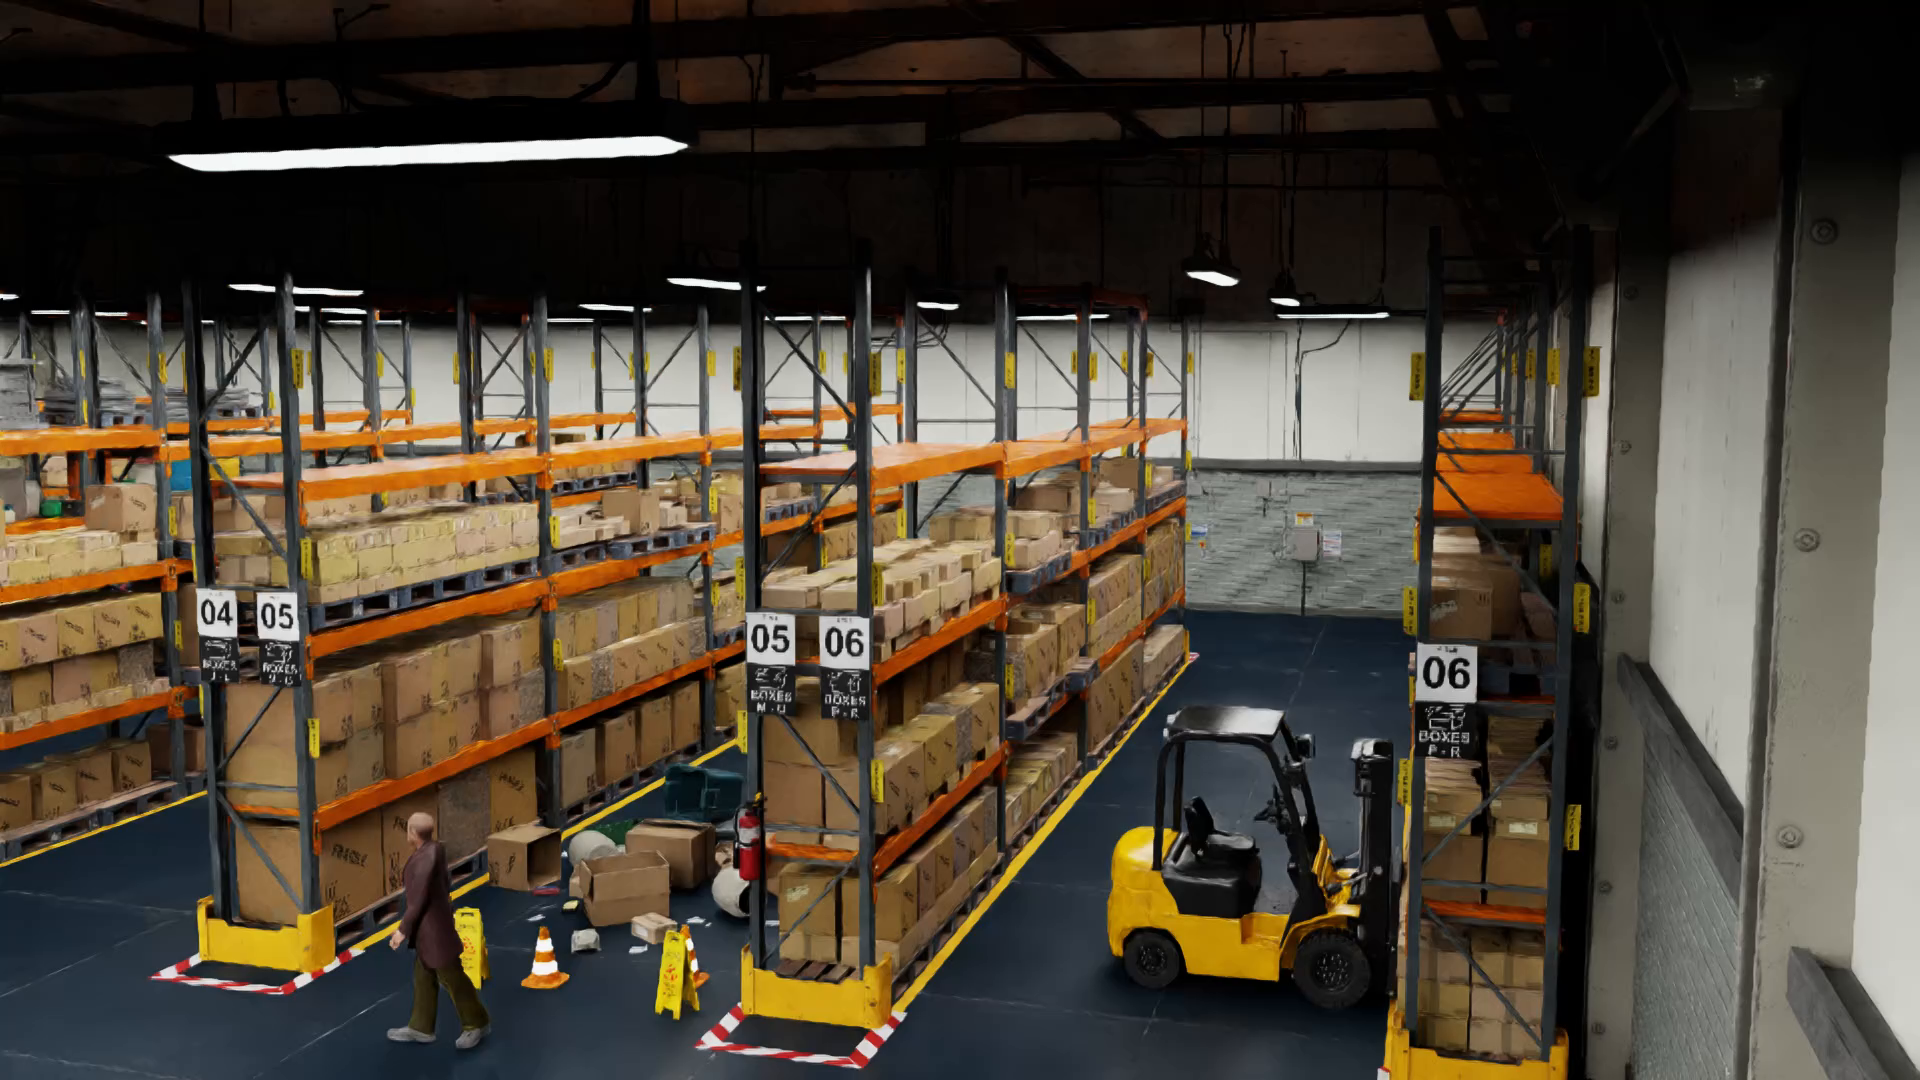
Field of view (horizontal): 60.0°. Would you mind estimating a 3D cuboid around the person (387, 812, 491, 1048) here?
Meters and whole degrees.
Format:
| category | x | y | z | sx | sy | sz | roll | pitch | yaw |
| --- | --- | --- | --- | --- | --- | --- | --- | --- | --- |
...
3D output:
| category | x | y | z | sx | sy | sz | roll | pitch | yaw |
| --- | --- | --- | --- | --- | --- | --- | --- | --- | --- |
| person | -3.926 | 2.902 | 12.434 | 0.769 | 1.770 | 0.604 | -2 | 7 | -14 |
